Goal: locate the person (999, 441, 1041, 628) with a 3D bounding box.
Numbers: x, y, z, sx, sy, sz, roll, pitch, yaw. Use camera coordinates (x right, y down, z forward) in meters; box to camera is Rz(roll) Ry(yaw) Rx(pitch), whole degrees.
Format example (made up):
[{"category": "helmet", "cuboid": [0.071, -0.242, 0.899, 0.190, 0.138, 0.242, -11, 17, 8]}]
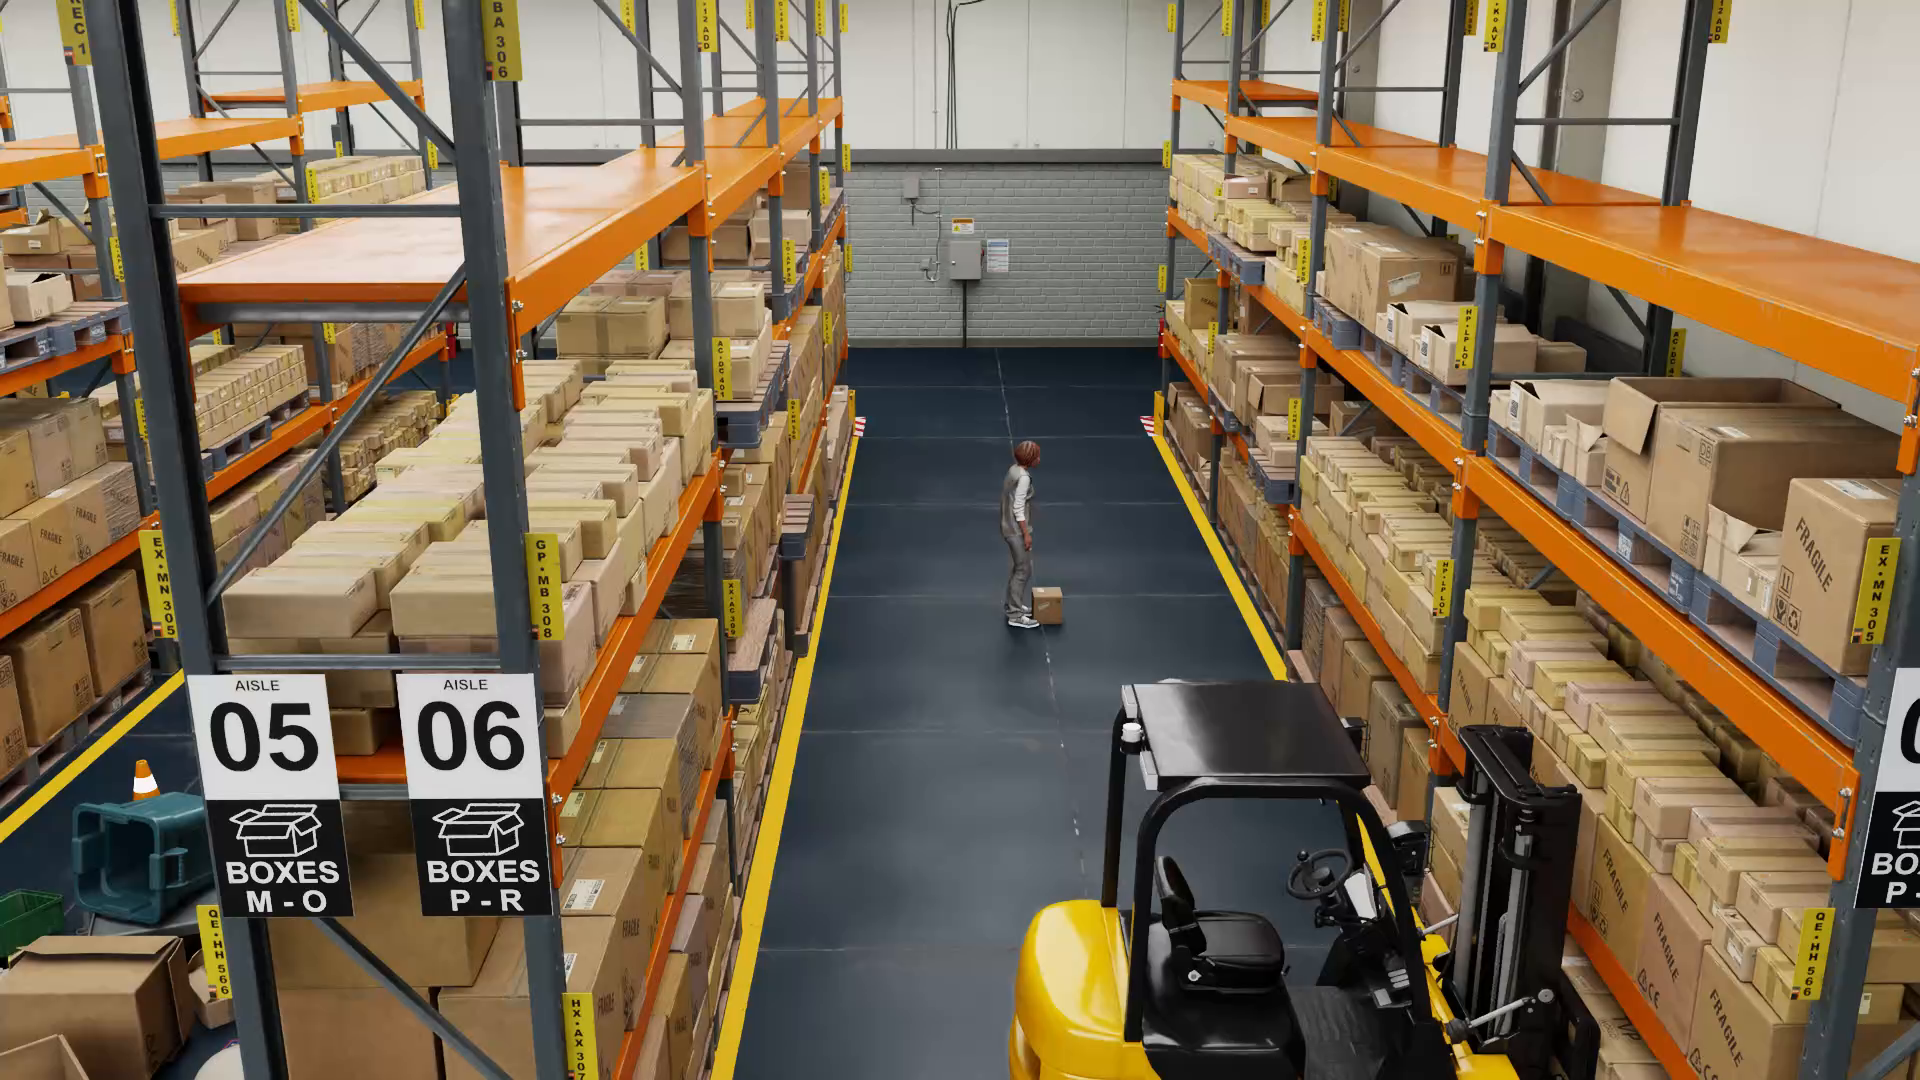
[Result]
[{"category": "person", "cuboid": [0.515, -0.067, 14.268, 0.343, 1.593, 0.480, -1, 17, -3]}]
